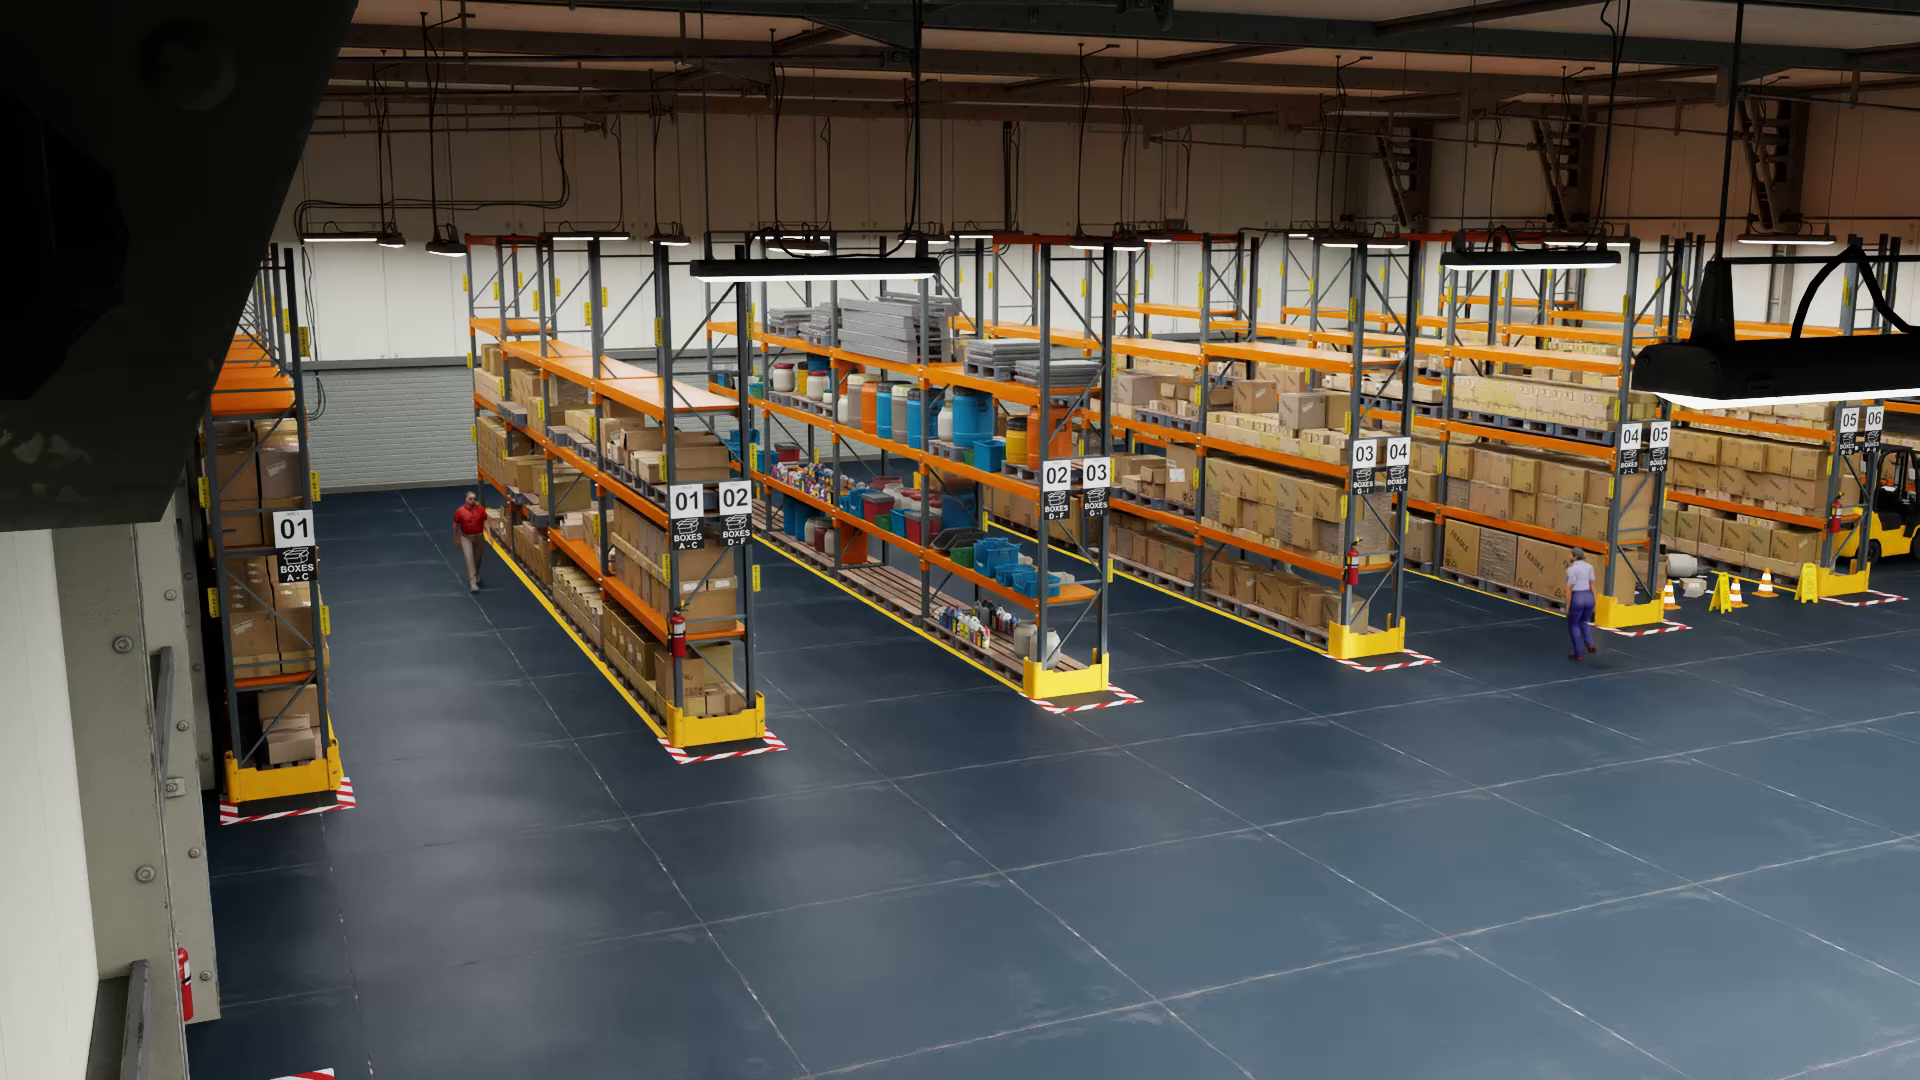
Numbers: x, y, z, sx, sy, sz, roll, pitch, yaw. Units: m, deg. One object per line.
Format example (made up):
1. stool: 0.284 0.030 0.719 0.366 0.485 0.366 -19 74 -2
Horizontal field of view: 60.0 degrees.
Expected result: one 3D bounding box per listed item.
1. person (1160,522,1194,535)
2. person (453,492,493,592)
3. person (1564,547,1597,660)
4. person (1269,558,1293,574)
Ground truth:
1. person: 4.469 -0.941 33.672 0.529 1.598 1.043 -5 12 -24
2. person: -8.408 -0.015 28.717 0.619 1.664 1.067 -5 12 -26
3. person: 8.983 0.914 24.091 0.528 1.636 0.462 -3 11 -15
4. person: 5.774 -0.138 29.409 0.512 1.637 0.966 -6 12 -28
